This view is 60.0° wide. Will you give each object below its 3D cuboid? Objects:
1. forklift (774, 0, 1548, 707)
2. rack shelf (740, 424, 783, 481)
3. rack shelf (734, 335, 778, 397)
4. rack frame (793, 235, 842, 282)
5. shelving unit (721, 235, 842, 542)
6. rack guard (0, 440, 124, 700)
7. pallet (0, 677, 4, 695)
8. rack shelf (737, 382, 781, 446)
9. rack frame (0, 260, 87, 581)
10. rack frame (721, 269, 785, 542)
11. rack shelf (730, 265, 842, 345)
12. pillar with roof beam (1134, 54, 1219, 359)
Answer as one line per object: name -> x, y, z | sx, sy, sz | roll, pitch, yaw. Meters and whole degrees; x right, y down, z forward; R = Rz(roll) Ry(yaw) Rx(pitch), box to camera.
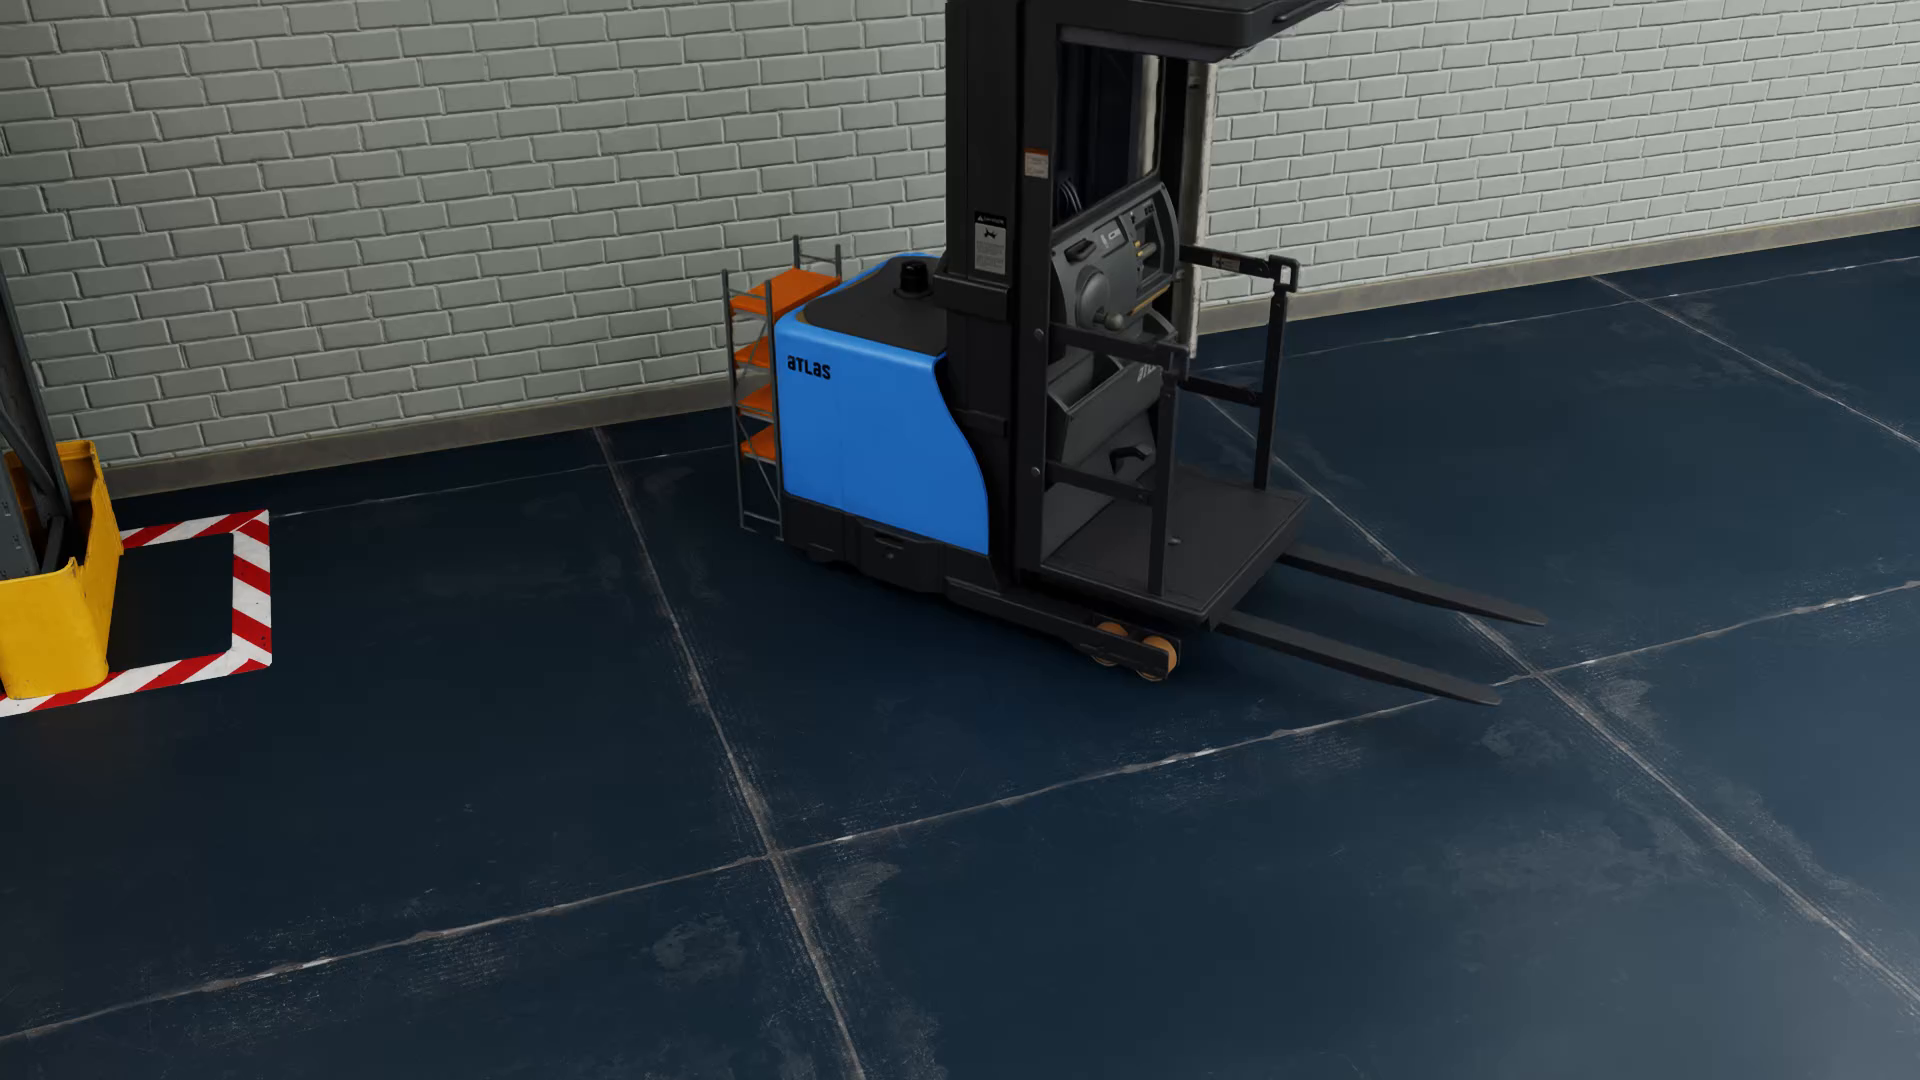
forklift -> 0.762, -1.039, 6.113 | 3.031, 2.935, 1.130 | 17, 34, 27
rack shelf -> -0.736, -0.419, 7.310 | 0.258, 0.148, 0.480 | 17, 34, 27
rack shelf -> -0.735, -0.786, 7.101 | 0.258, 0.148, 0.480 | 17, 34, 27
rack frame -> -0.609, -0.753, 7.360 | 0.240, 1.200, 0.015 | 17, 34, 27
shelving unit -> -0.736, -0.650, 7.178 | 0.258, 1.200, 0.503 | 17, 34, 27
rack guard -> -3.595, 0.089, 6.588 | 0.348, 0.500, 1.175 | -10, 31, -18
pallet -> -4.320, 0.370, 6.387 | 1.213, 0.211, 1.003 | -10, 31, -18
rack shelf -> -0.736, -0.591, 7.212 | 0.258, 0.148, 0.480 | 17, 34, 27
rack frame -> -3.617, -0.993, 5.962 | 0.127, 3.000, 1.000 | -10, 31, -18
rack frame -> -0.862, -0.547, 6.997 | 0.240, 1.200, 0.015 | 17, 34, 27
rack shelf -> -0.735, -0.991, 6.984 | 0.258, 0.148, 0.480 | 17, 34, 27
pillar with roof beam -> 2.540, -2.936, 3.312 | 0.400, 9.000, 9.100 | -10, 31, -18
